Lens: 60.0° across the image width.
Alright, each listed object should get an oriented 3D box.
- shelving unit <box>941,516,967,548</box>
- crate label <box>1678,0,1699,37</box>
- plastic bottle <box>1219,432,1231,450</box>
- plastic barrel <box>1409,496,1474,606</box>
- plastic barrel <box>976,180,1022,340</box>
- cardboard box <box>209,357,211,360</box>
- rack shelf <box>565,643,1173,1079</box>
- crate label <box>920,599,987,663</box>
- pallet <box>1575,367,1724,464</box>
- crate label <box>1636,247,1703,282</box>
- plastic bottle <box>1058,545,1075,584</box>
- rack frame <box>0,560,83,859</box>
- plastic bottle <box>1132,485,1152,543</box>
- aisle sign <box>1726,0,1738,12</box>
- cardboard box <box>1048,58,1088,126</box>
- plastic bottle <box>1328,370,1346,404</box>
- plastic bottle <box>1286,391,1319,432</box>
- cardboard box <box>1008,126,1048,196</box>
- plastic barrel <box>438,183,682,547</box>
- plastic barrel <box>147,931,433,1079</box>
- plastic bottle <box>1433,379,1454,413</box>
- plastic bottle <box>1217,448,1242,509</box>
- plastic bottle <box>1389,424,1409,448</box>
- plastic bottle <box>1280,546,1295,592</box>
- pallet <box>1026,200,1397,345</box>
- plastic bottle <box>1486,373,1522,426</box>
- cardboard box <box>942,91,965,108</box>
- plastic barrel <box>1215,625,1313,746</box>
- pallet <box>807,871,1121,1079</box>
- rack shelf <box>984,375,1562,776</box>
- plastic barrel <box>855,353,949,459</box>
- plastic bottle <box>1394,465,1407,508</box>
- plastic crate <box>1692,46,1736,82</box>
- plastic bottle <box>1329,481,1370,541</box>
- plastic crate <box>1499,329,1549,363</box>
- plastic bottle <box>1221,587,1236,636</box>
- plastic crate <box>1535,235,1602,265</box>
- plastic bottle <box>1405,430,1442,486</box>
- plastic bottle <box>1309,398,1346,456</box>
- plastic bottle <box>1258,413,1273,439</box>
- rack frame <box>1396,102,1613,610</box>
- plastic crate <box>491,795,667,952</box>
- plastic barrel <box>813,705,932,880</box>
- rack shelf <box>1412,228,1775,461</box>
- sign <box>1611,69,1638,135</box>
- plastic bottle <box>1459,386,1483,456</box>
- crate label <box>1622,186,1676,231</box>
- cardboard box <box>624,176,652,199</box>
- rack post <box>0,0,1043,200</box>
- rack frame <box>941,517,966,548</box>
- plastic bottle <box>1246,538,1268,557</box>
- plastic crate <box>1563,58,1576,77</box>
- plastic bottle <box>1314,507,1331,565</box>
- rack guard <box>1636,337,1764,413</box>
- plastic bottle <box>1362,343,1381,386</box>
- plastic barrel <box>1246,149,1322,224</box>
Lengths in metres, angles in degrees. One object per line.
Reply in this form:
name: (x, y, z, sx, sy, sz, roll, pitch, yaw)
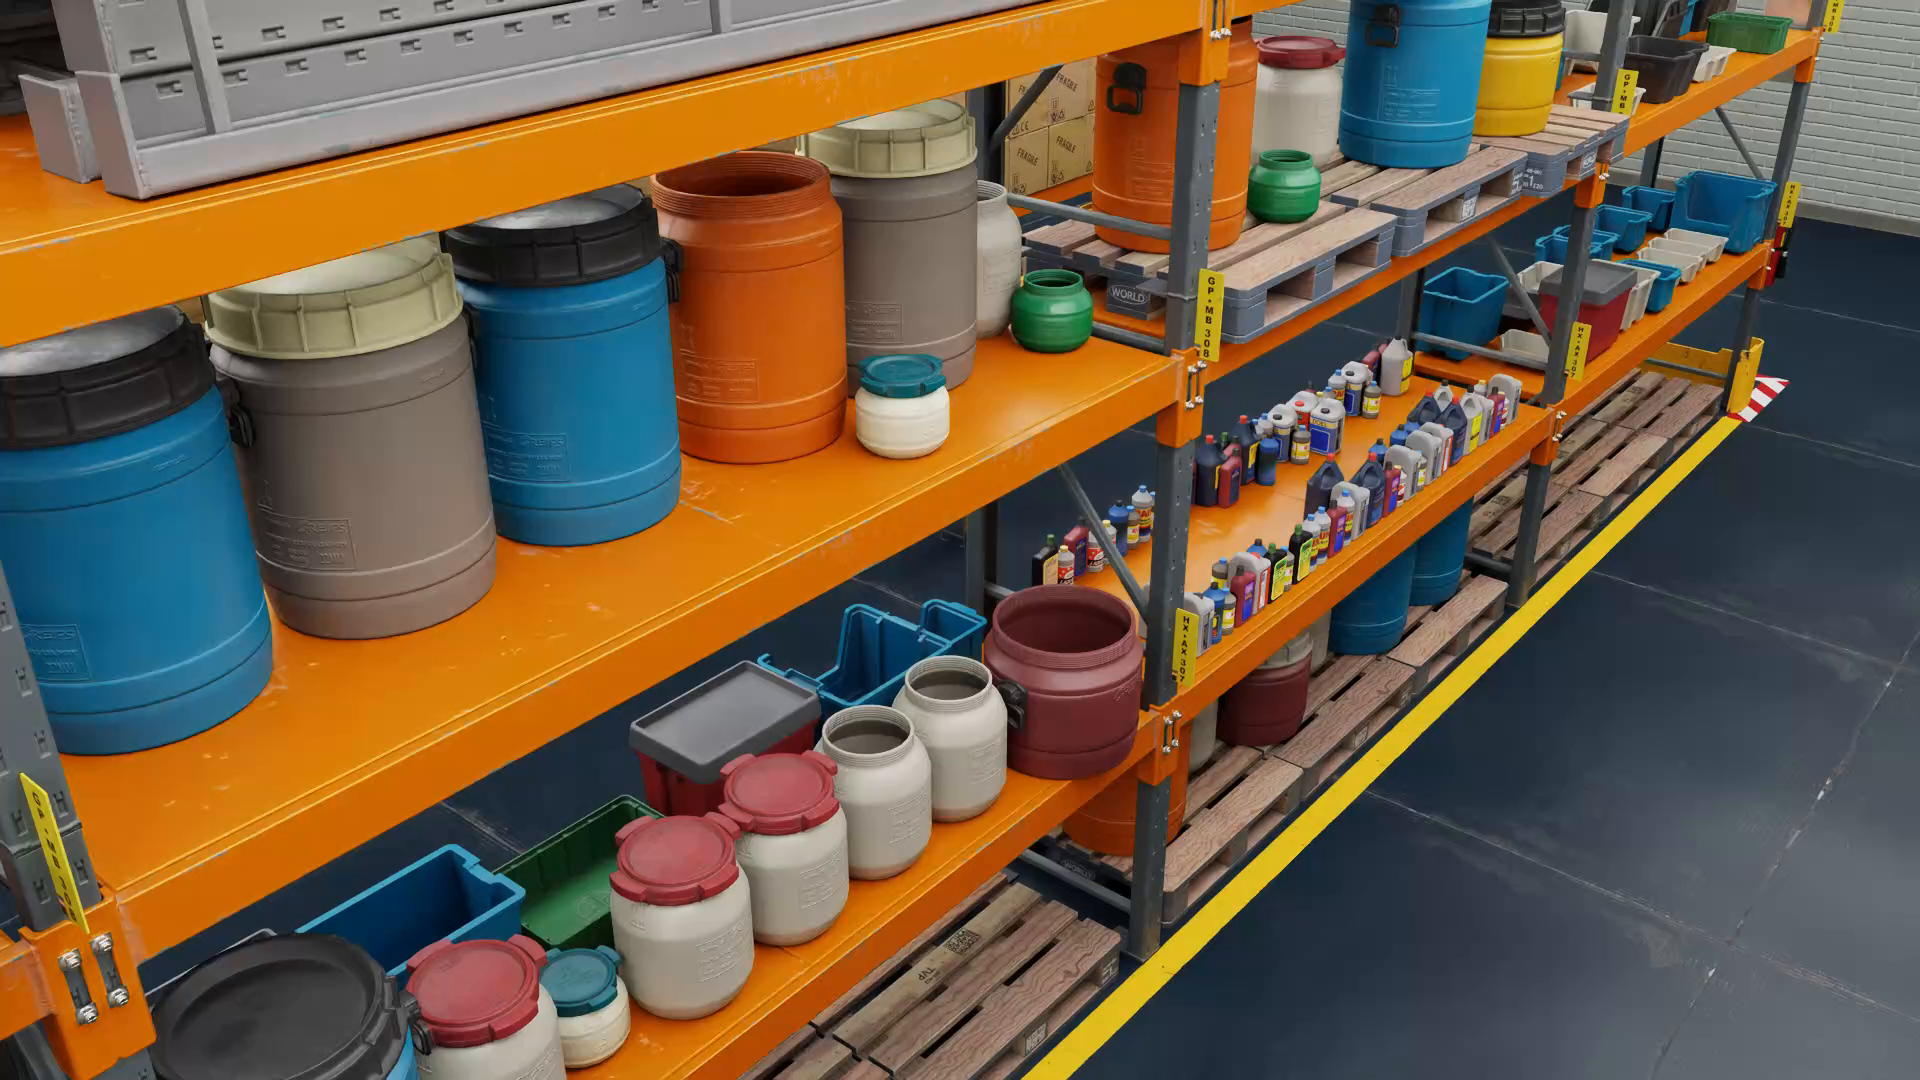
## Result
shelving unit: (0.034, -0.485, 10.545, 0.215, 1.050, 0.252, 21, 34, 34)
crate label: (4.702, -3.533, 11.212, 0.408, 0.251, 0.502, 21, 34, 34)
plastic bottle: (1.307, -0.397, 8.380, 0.061, 0.283, 0.133, 21, 34, 34)
plastic barrel: (2.634, -0.148, 9.598, 0.600, 0.901, 0.708, 21, 34, 34)
plastic barrel: (0.015, -1.024, 6.079, 0.421, 0.512, 0.421, 0, 27, 0)
cardboard box: (-4.089, -0.812, 9.152, 0.500, 0.311, 0.500, 20, 34, 34)
rack shelf: (-0.823, 1.366, 5.629, 1.077, 0.370, 4.000, 21, 34, 34)
crate label: (-0.108, 0.451, 6.795, 0.303, 0.233, 0.416, 21, 34, 34)
pallet: (4.983, -0.980, 12.414, 1.003, 0.211, 1.213, 21, 34, 34)
crate label: (4.805, -1.862, 11.307, 0.396, 0.136, 0.243, 21, 34, 34)
plastic bottle: (0.465, 0.122, 7.467, 0.097, 0.201, 0.097, 0, 27, 0)
rack frame: (-2.095, -0.909, 2.714, 1.000, 3.000, 0.127, 21, 34, 34)
plastic bottle: (0.859, -0.129, 7.876, 0.097, 0.271, 0.097, 0, 27, 0)
aisle sign: (5.354, -3.766, 11.937, 0.394, 0.787, 0.004, 21, 34, 34)
cardboard box: (0.673, -3.652, 13.348, 0.500, 0.500, 0.500, 22, 35, 36)
plastic bottle: (2.077, -0.808, 9.188, 0.097, 0.271, 0.097, 0, 27, 0)
plastic bottle: (1.816, -0.645, 8.867, 0.152, 0.276, 0.135, 21, 34, 34)
cardboard box: (0.351, -3.035, 13.243, 0.500, 0.500, 0.500, 21, 34, 34)
plastic barrel: (-1.107, -0.507, 4.656, 0.600, 0.901, 0.708, 21, 34, 34)
plastic barrel: (-1.616, 1.484, 4.071, 0.600, 0.901, 0.708, 21, 34, 34)
plastic bottle: (2.550, -0.680, 8.853, 0.144, 0.351, 0.185, 21, 34, 34)
plastic bottle: (1.333, -0.308, 8.208, 0.061, 0.283, 0.133, 21, 34, 34)
plastic bottle: (2.245, -0.464, 8.522, 0.097, 0.271, 0.097, 0, 27, 0)
plastic bottle: (1.448, 0.122, 7.466, 0.097, 0.201, 0.097, 0, 27, 0)
pallet: (1.011, -1.154, 6.657, 1.003, 0.211, 1.213, 21, 34, 34)
plastic bottle: (2.992, -0.792, 9.151, 0.152, 0.276, 0.135, 21, 34, 34)
cardboard box: (-0.310, -3.104, 12.288, 0.500, 0.500, 0.500, 22, 34, 36)
plastic barrel: (1.466, 0.643, 8.410, 0.600, 0.588, 0.708, 21, 34, 34)
pallet: (-0.074, 1.839, 6.966, 1.003, 0.211, 1.213, 21, 34, 34)
rack shelf: (1.721, -0.053, 8.370, 1.077, 0.370, 4.000, 21, 34, 34)
plastic barrel: (-0.180, -0.415, 5.173, 0.301, 0.262, 0.301, 0, 27, 0)
plastic bottle: (2.153, -0.271, 8.226, 0.097, 0.201, 0.097, 0, 27, 0)
plastic crate: (4.415, -2.909, 10.132, 0.437, 0.136, 0.530, 21, 34, 34)
plastic bottle: (1.856, -0.159, 7.927, 0.152, 0.276, 0.135, 21, 34, 34)
plastic crate: (3.400, -1.114, 9.860, 0.396, 0.136, 0.243, 21, 34, 34)
plastic bottle: (1.131, 0.299, 7.124, 0.097, 0.201, 0.097, 0, 27, 0)
plastic crate: (4.098, -1.887, 11.250, 0.416, 0.233, 0.300, 21, 34, 34)
plastic bottle: (2.353, -0.436, 8.463, 0.152, 0.276, 0.135, 21, 34, 34)
plastic bottle: (1.933, -0.601, 8.781, 0.152, 0.276, 0.135, 21, 34, 34)
plastic bottle: (1.574, -0.528, 8.645, 0.097, 0.271, 0.097, 0, 27, 0)
rack frame: (2.993, -1.081, 9.575, 1.000, 3.000, 0.127, 21, 34, 34)
plastic crate: (-1.205, 1.149, 5.494, 0.450, 0.188, 0.662, 21, 34, 34)
plastic barrel: (-0.308, 0.864, 5.694, 0.421, 0.512, 0.421, 0, 27, 0)
rack shelf: (4.266, -1.471, 11.111, 1.077, 0.370, 4.000, 21, 34, 34)
sign: (3.417, -2.256, 8.572, 0.100, 0.325, 0.005, 21, 34, 34)
plastic bottle: (2.661, -0.638, 8.772, 0.144, 0.351, 0.185, 21, 34, 34)
crate label: (5.127, -2.460, 12.358, 0.416, 0.233, 0.303, 21, 34, 34)
cardboard box: (-1.902, -2.117, 11.011, 0.700, 0.500, 0.500, 12, 30, 22)
rack post: (-0.909, -1.721, 4.066, 1.013, 1.000, 3.121, 21, 34, 34)
rack frame: (-0.044, -0.442, 10.462, 0.200, 1.050, 0.008, 21, 34, 34)
plastic bottle: (1.316, 0.120, 7.393, 0.097, 0.271, 0.097, 0, 27, 0)
plastic crate: (3.509, -2.859, 10.033, 0.293, 0.136, 0.466, 21, 34, 34)
plastic bottle: (1.657, -0.026, 7.675, 0.097, 0.271, 0.097, 0, 27, 0)
rack guard: (5.543, -1.401, 12.915, 1.175, 0.500, 0.348, 21, 34, 34)
plastic bottle: (2.346, -0.977, 9.500, 0.061, 0.283, 0.133, 21, 34, 34)
plastic barrel: (1.301, -1.421, 6.680, 0.294, 0.245, 0.294, 0, 27, 0)
